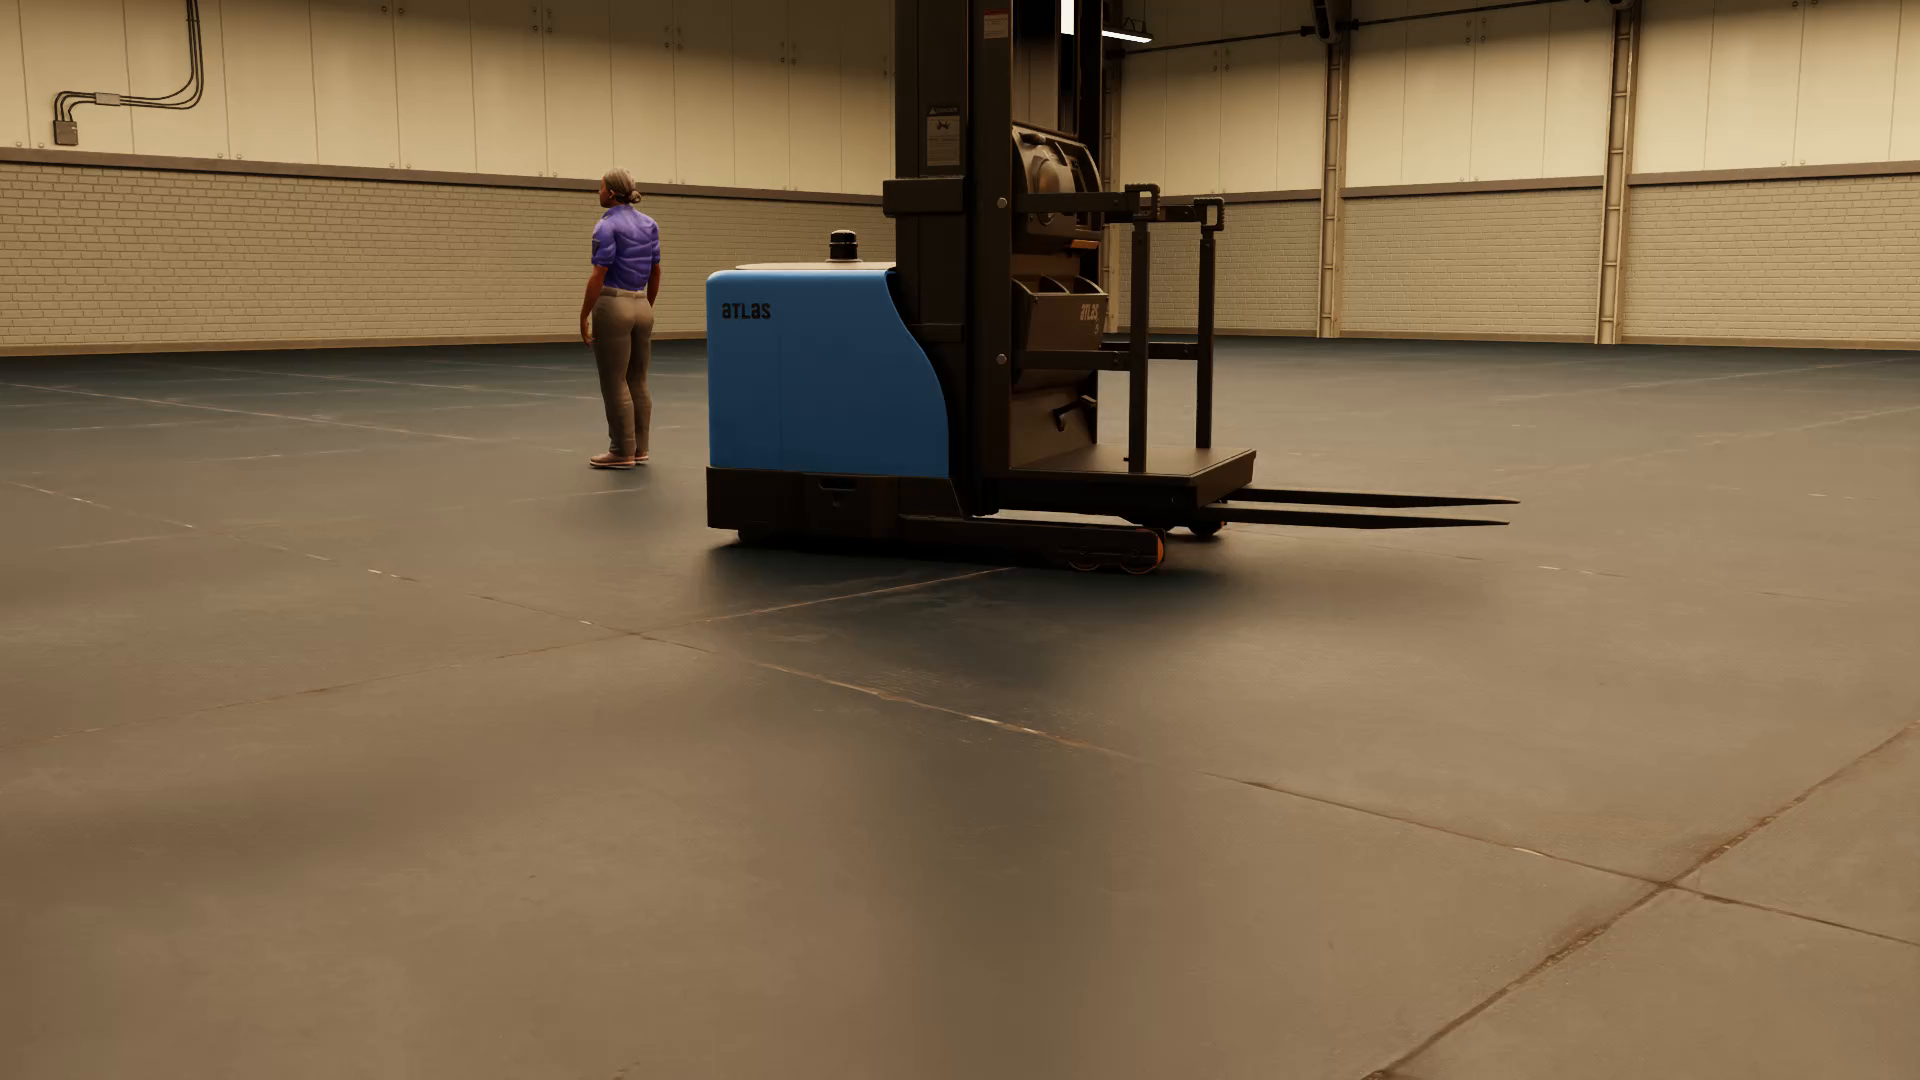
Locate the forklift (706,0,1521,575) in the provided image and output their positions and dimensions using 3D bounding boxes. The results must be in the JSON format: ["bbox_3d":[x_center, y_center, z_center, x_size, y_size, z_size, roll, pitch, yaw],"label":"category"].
[{"bbox_3d":[0.565,-1.416,6.275,3.031,2.935,1.130,3,9,22],"label":"forklift"}]

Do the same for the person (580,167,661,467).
[{"bbox_3d":[-1.949,-1.238,9.336,0.503,1.656,0.570,6,10,33],"label":"person"}]
